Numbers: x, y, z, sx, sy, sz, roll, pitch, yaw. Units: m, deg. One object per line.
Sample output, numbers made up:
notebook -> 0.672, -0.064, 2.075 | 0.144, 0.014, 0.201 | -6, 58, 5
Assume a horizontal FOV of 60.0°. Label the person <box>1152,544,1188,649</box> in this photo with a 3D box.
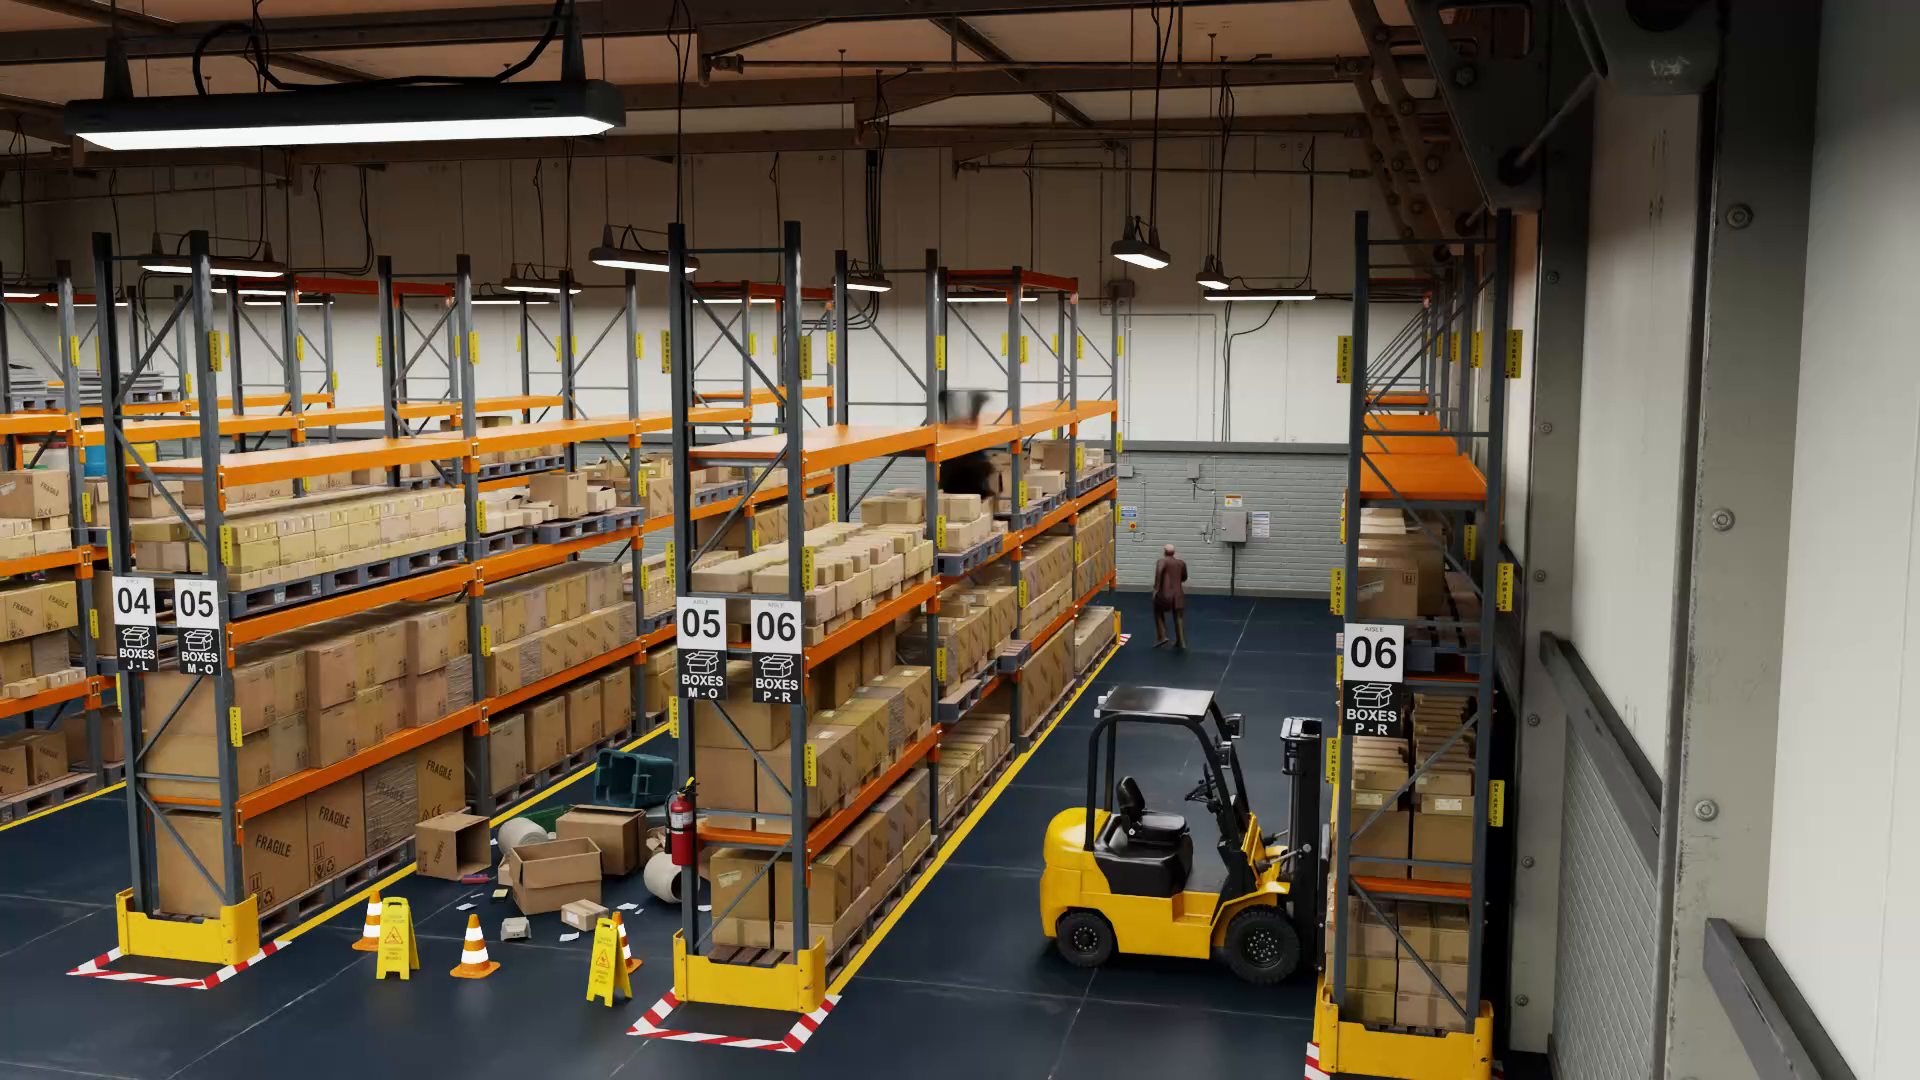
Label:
person -> 3.491, 0.959, 27.571 | 0.714, 1.758, 1.026 | -2, 7, -13
